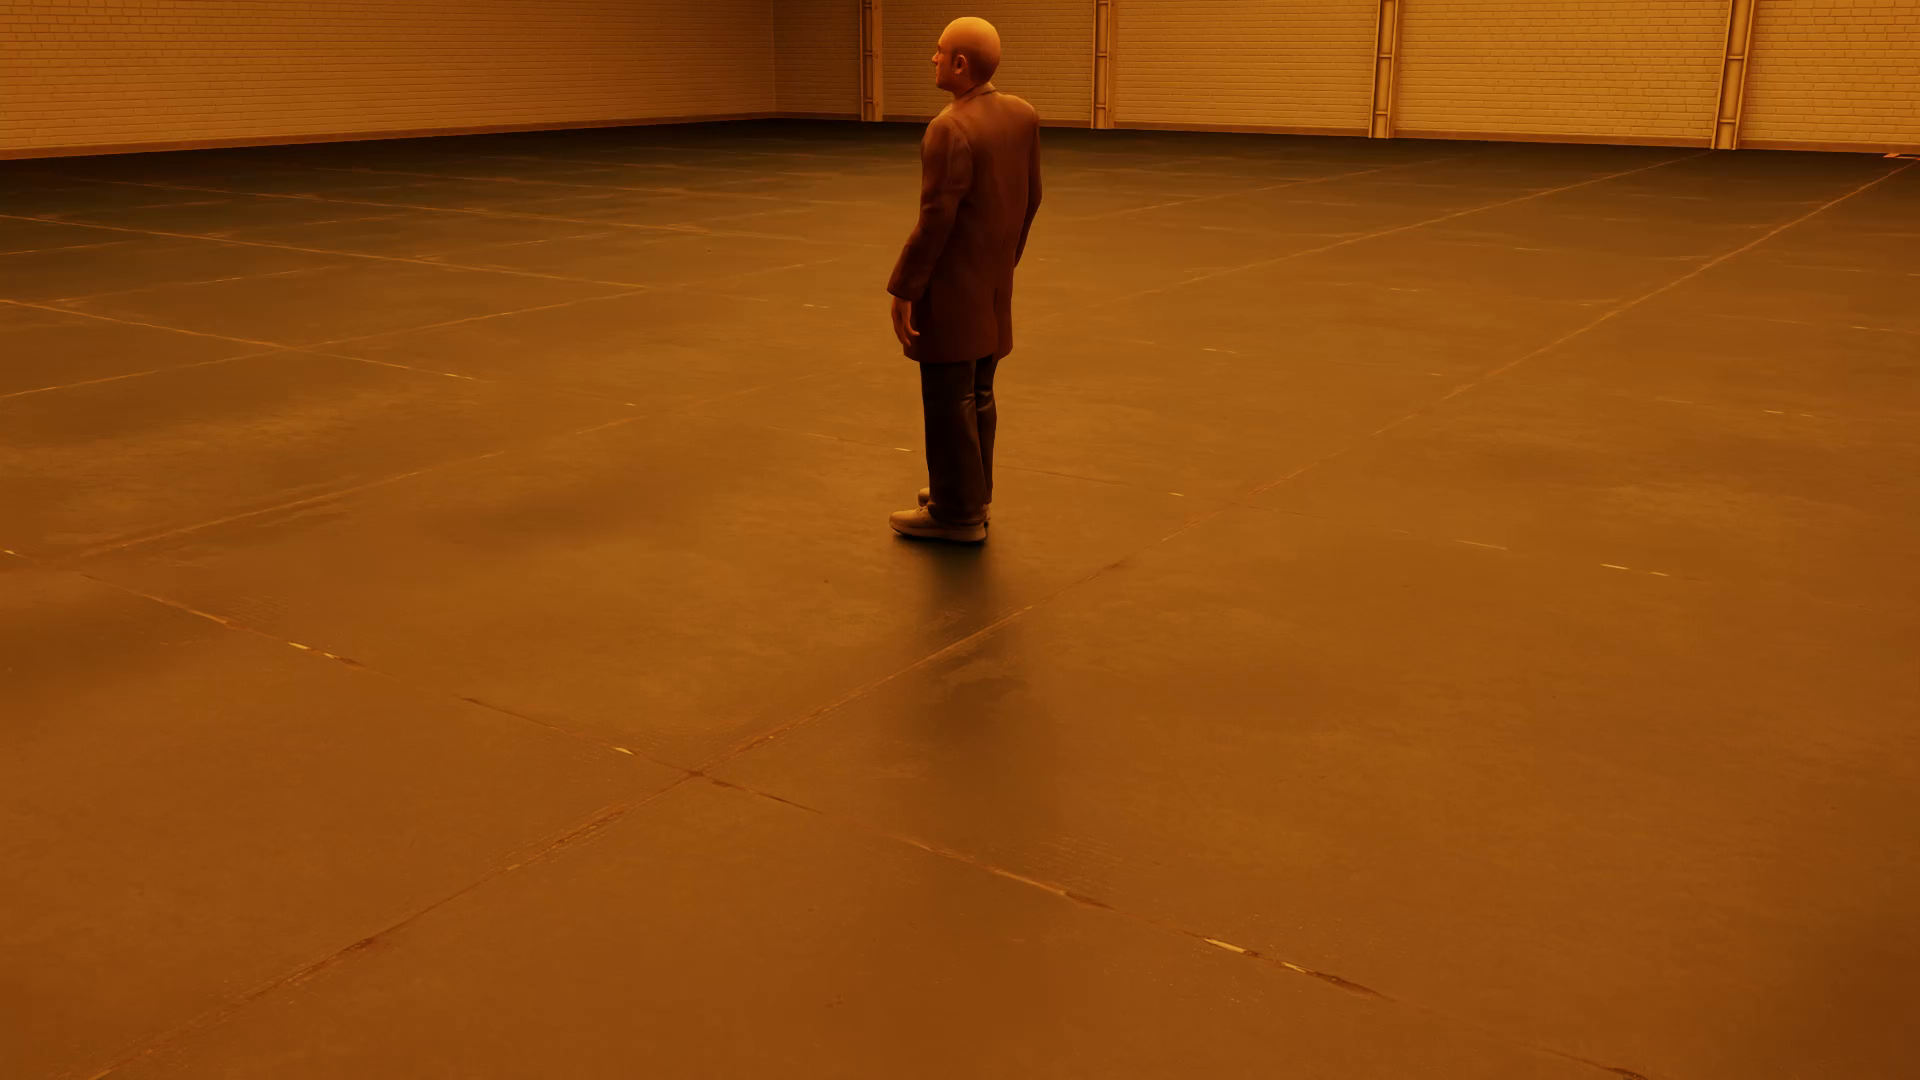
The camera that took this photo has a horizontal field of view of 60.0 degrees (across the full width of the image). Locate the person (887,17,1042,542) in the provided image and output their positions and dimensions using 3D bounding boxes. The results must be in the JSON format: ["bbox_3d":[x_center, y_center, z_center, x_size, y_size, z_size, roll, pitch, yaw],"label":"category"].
[{"bbox_3d":[-0.072,-0.875,5.745,0.582,1.776,0.696,11,20,33],"label":"person"}]
